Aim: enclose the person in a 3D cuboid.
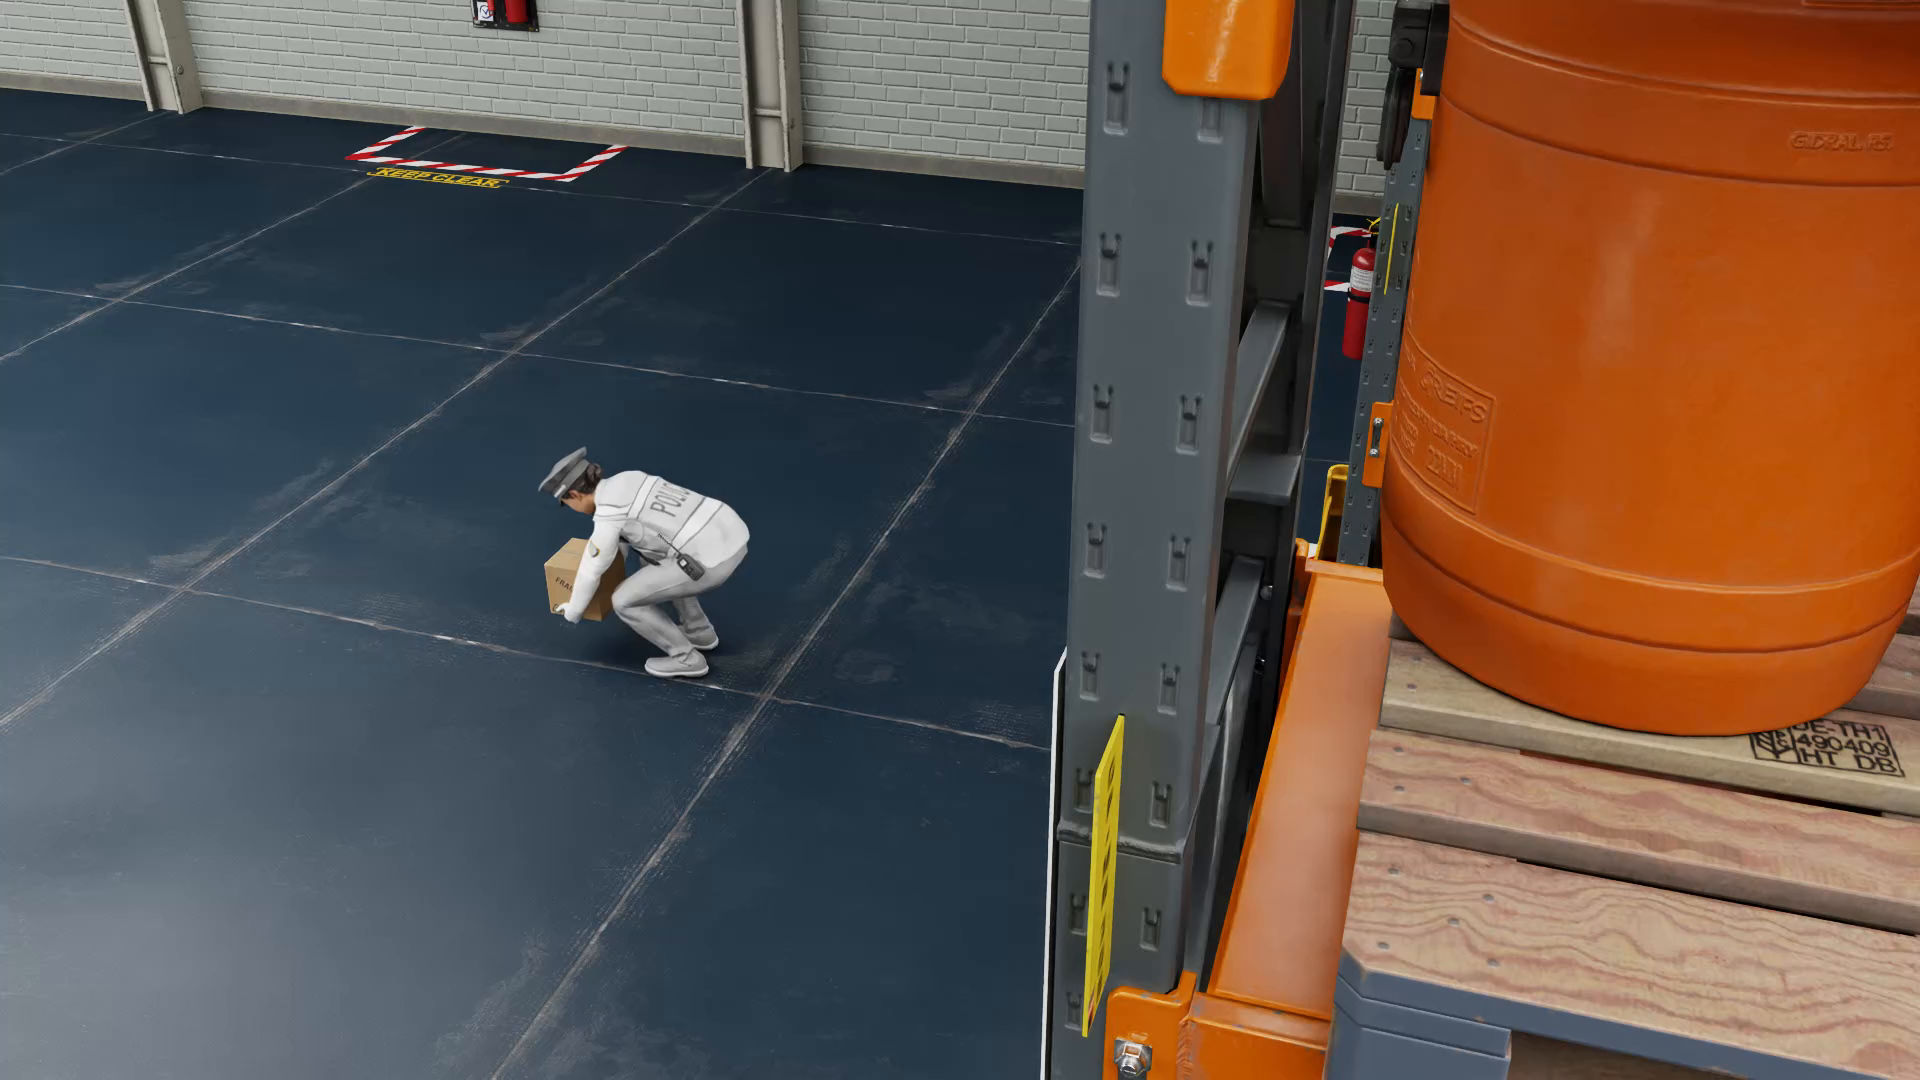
[{"bbox_3d":[-1.348,0.083,7.184,0.883,0.982,0.454,8,30,13],"label":"person"}]
